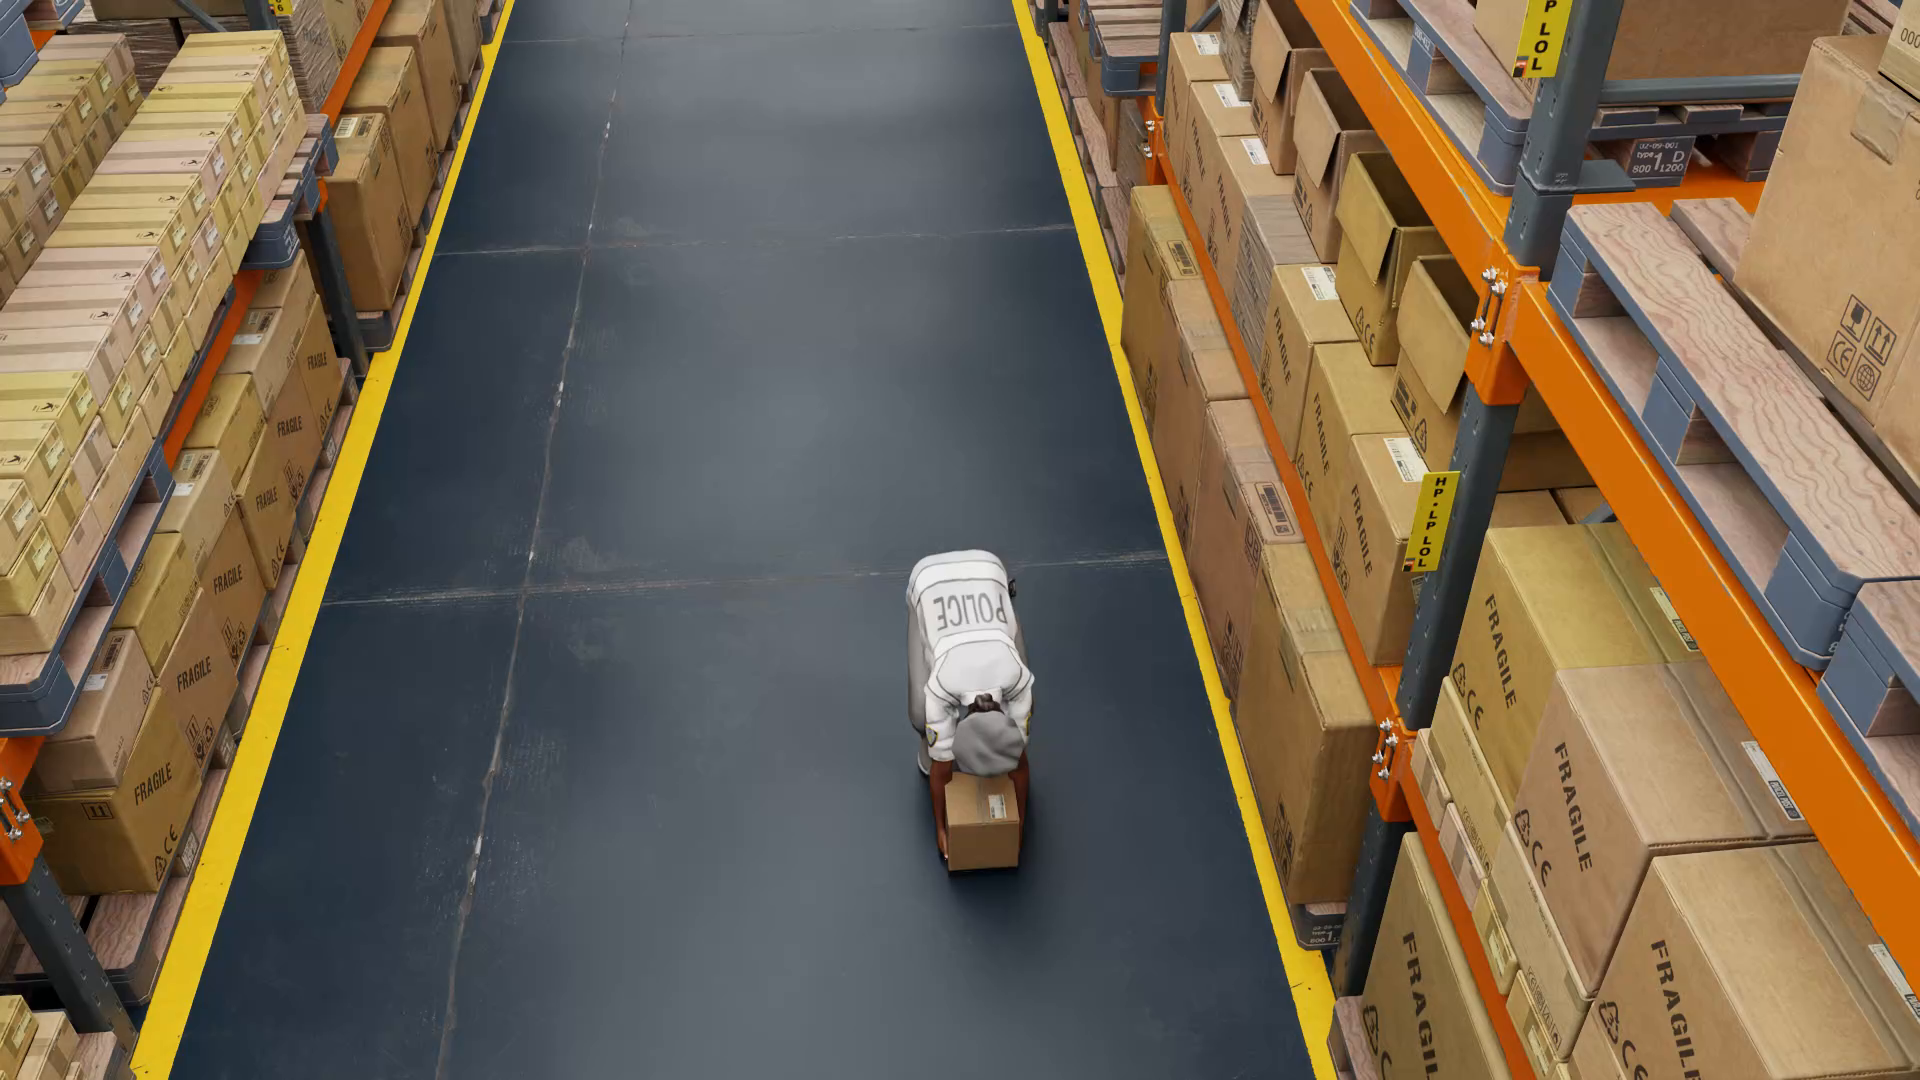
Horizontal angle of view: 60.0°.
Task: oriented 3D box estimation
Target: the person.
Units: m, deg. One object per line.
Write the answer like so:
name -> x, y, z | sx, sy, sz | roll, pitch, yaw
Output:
person -> 0.045, 0.584, 6.051 | 0.466, 0.894, 0.903 | -5, 40, -6
